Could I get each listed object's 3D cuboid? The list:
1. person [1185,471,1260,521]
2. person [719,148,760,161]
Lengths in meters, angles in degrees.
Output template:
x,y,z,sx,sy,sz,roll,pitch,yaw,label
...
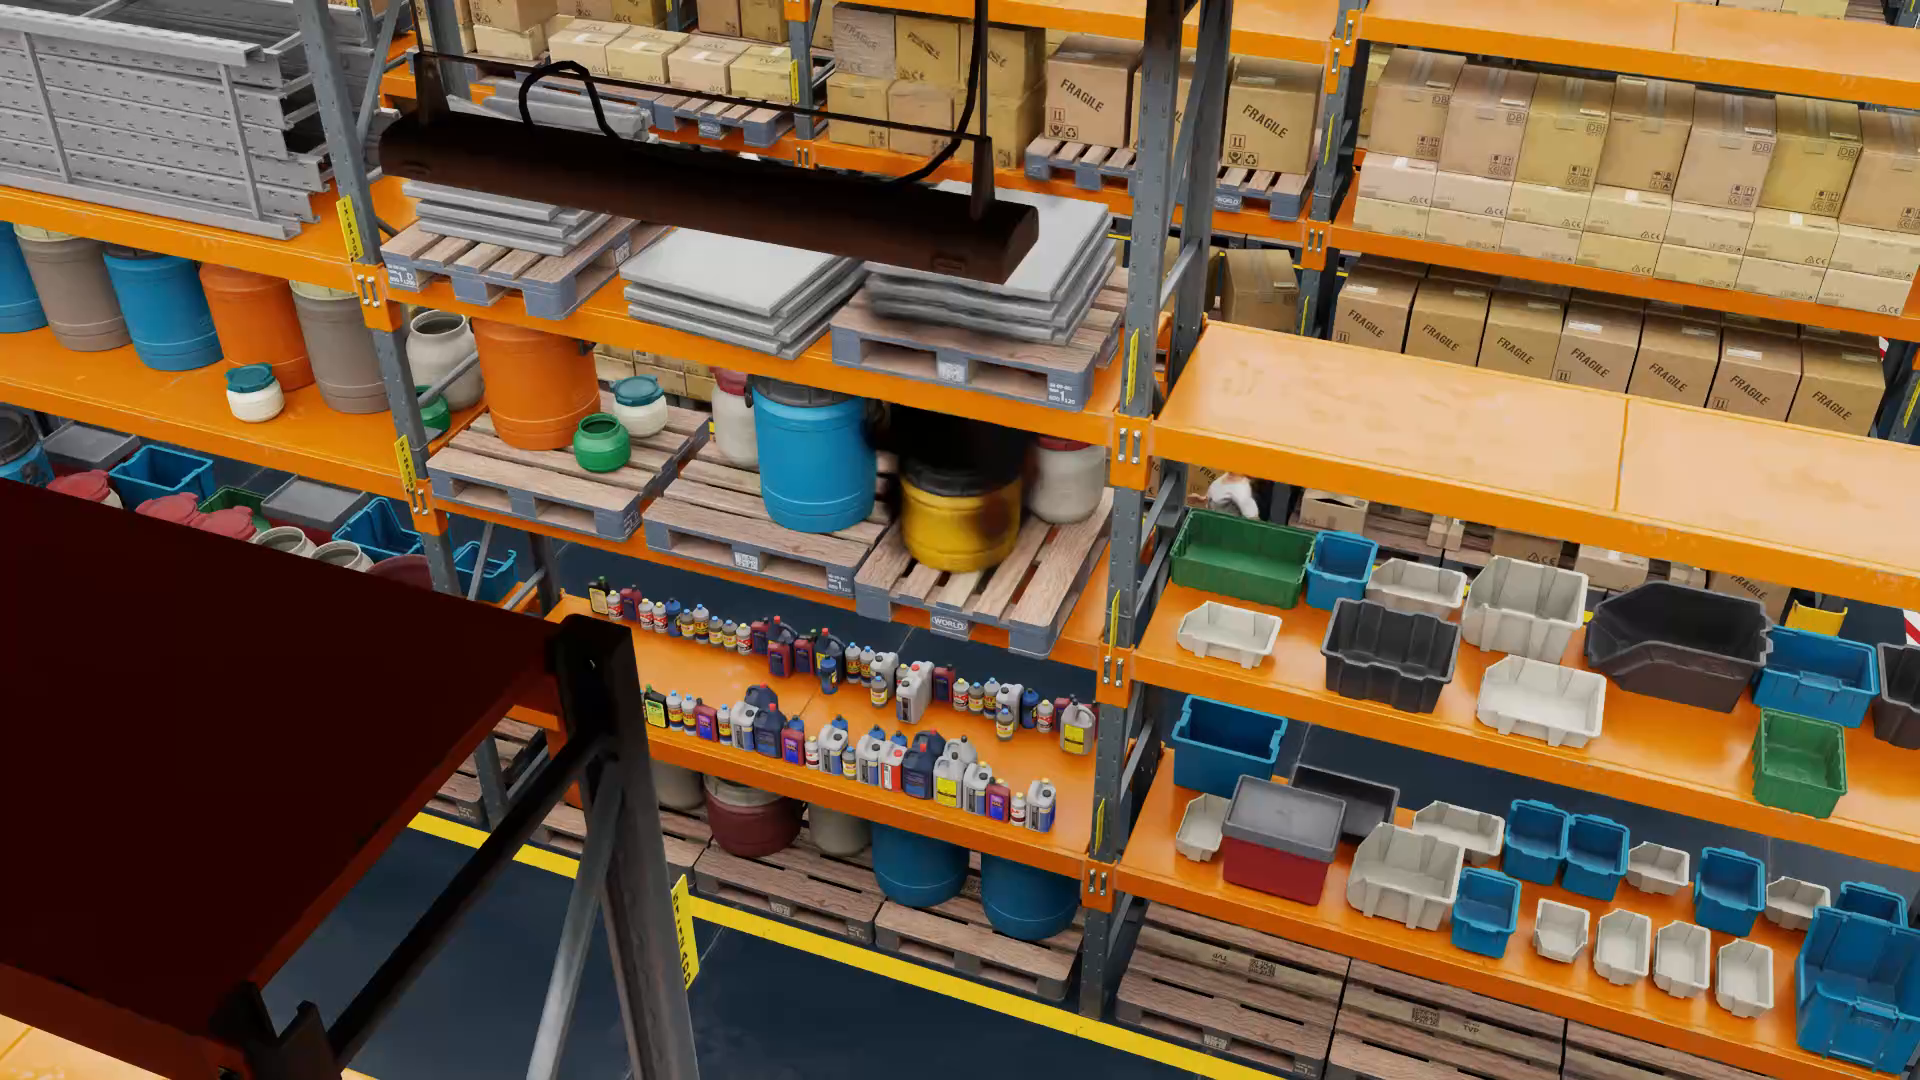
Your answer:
x,y,z,sx,sy,sz,roll,pitch,yaw,label
1.813,0.027,11.468,0.881,1.685,0.578,6,37,8,person
-2.129,-3.169,16.231,0.577,1.733,0.717,11,38,15,person
